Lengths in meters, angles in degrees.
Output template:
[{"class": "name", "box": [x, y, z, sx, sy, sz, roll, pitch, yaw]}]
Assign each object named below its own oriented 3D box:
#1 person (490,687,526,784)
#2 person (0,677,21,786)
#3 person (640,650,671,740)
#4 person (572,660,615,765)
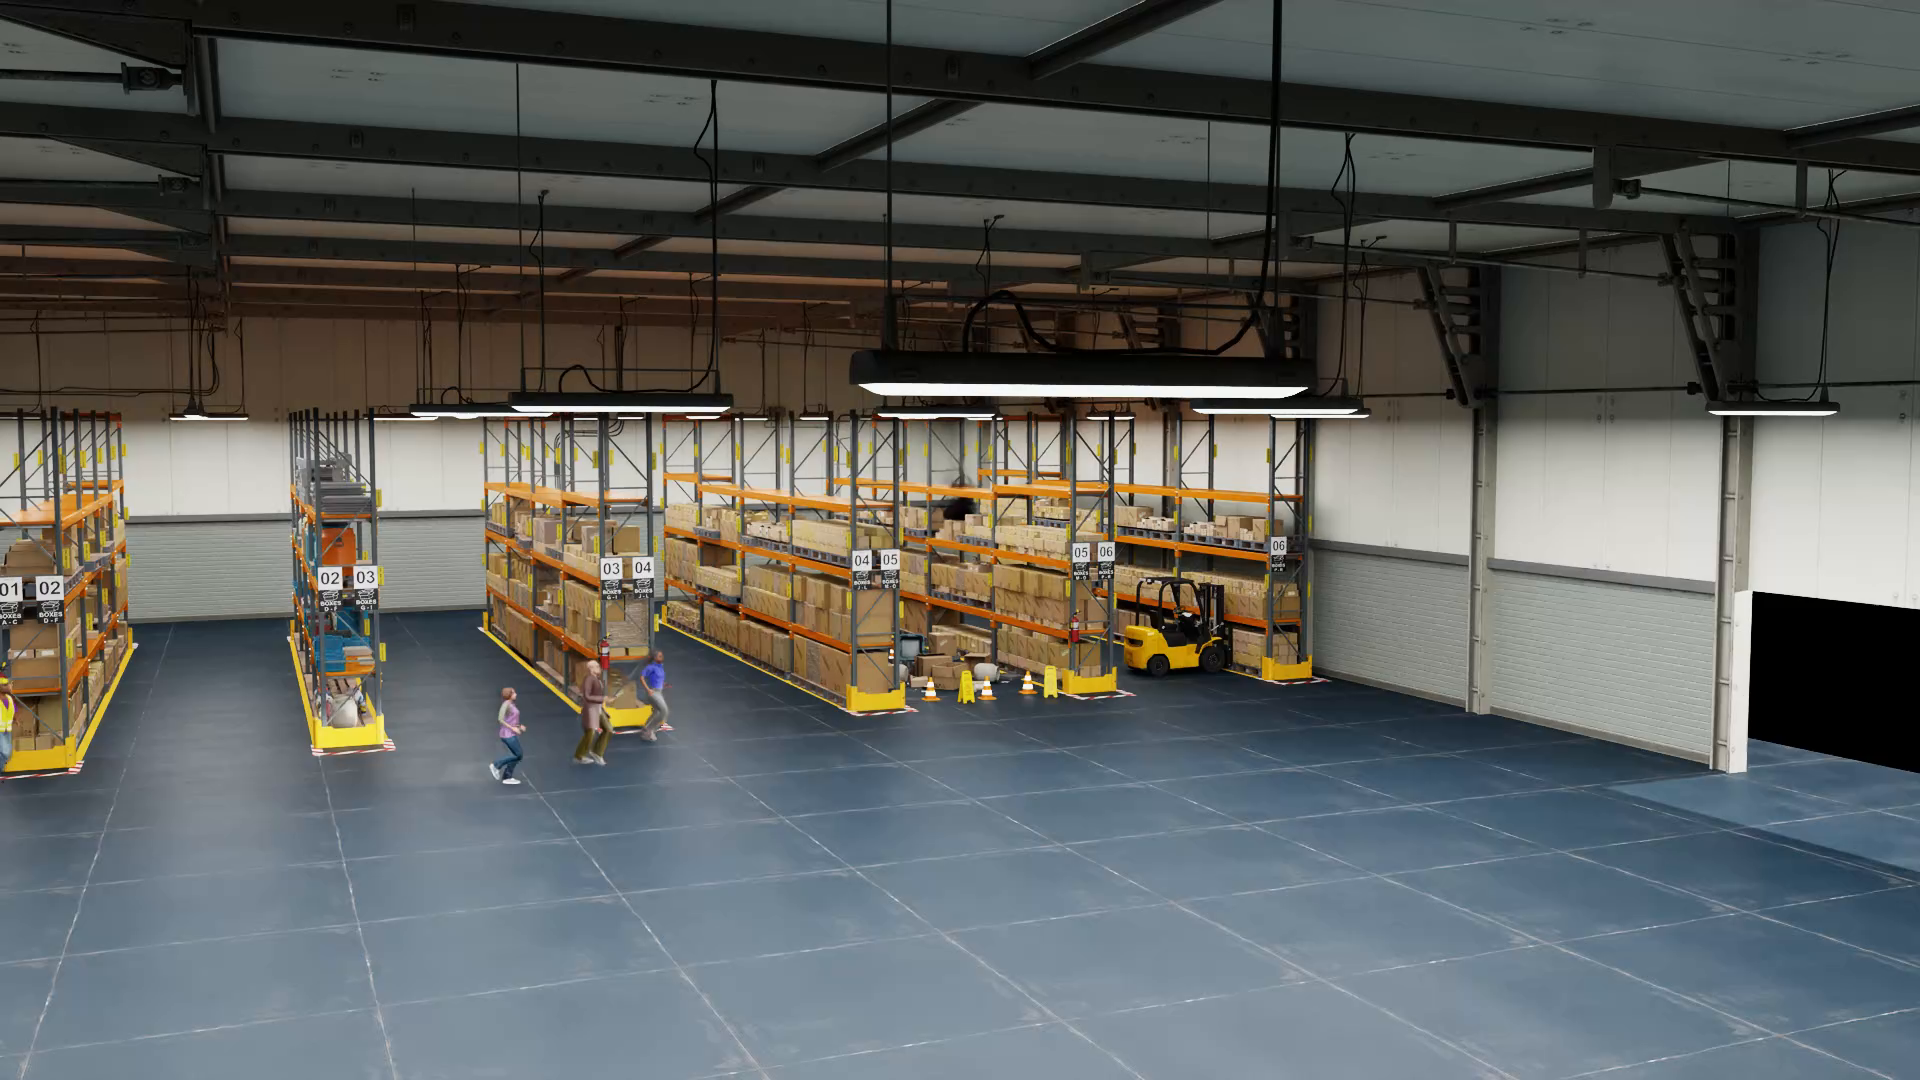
[{"class": "person", "box": [-7.173, 3.102, 26.360, 0.532, 1.546, 0.523, 0, 4, -4]}, {"class": "person", "box": [-15.155, 3.027, 26.286, 0.535, 1.709, 0.742, 1, 4, 10]}, {"class": "person", "box": [-5.489, 2.804, 30.038, 0.568, 1.627, 0.559, 1, 4, 7]}, {"class": "person", "box": [-6.107, 2.908, 27.759, 0.786, 1.813, 0.691, 1, 4, 9]}]
